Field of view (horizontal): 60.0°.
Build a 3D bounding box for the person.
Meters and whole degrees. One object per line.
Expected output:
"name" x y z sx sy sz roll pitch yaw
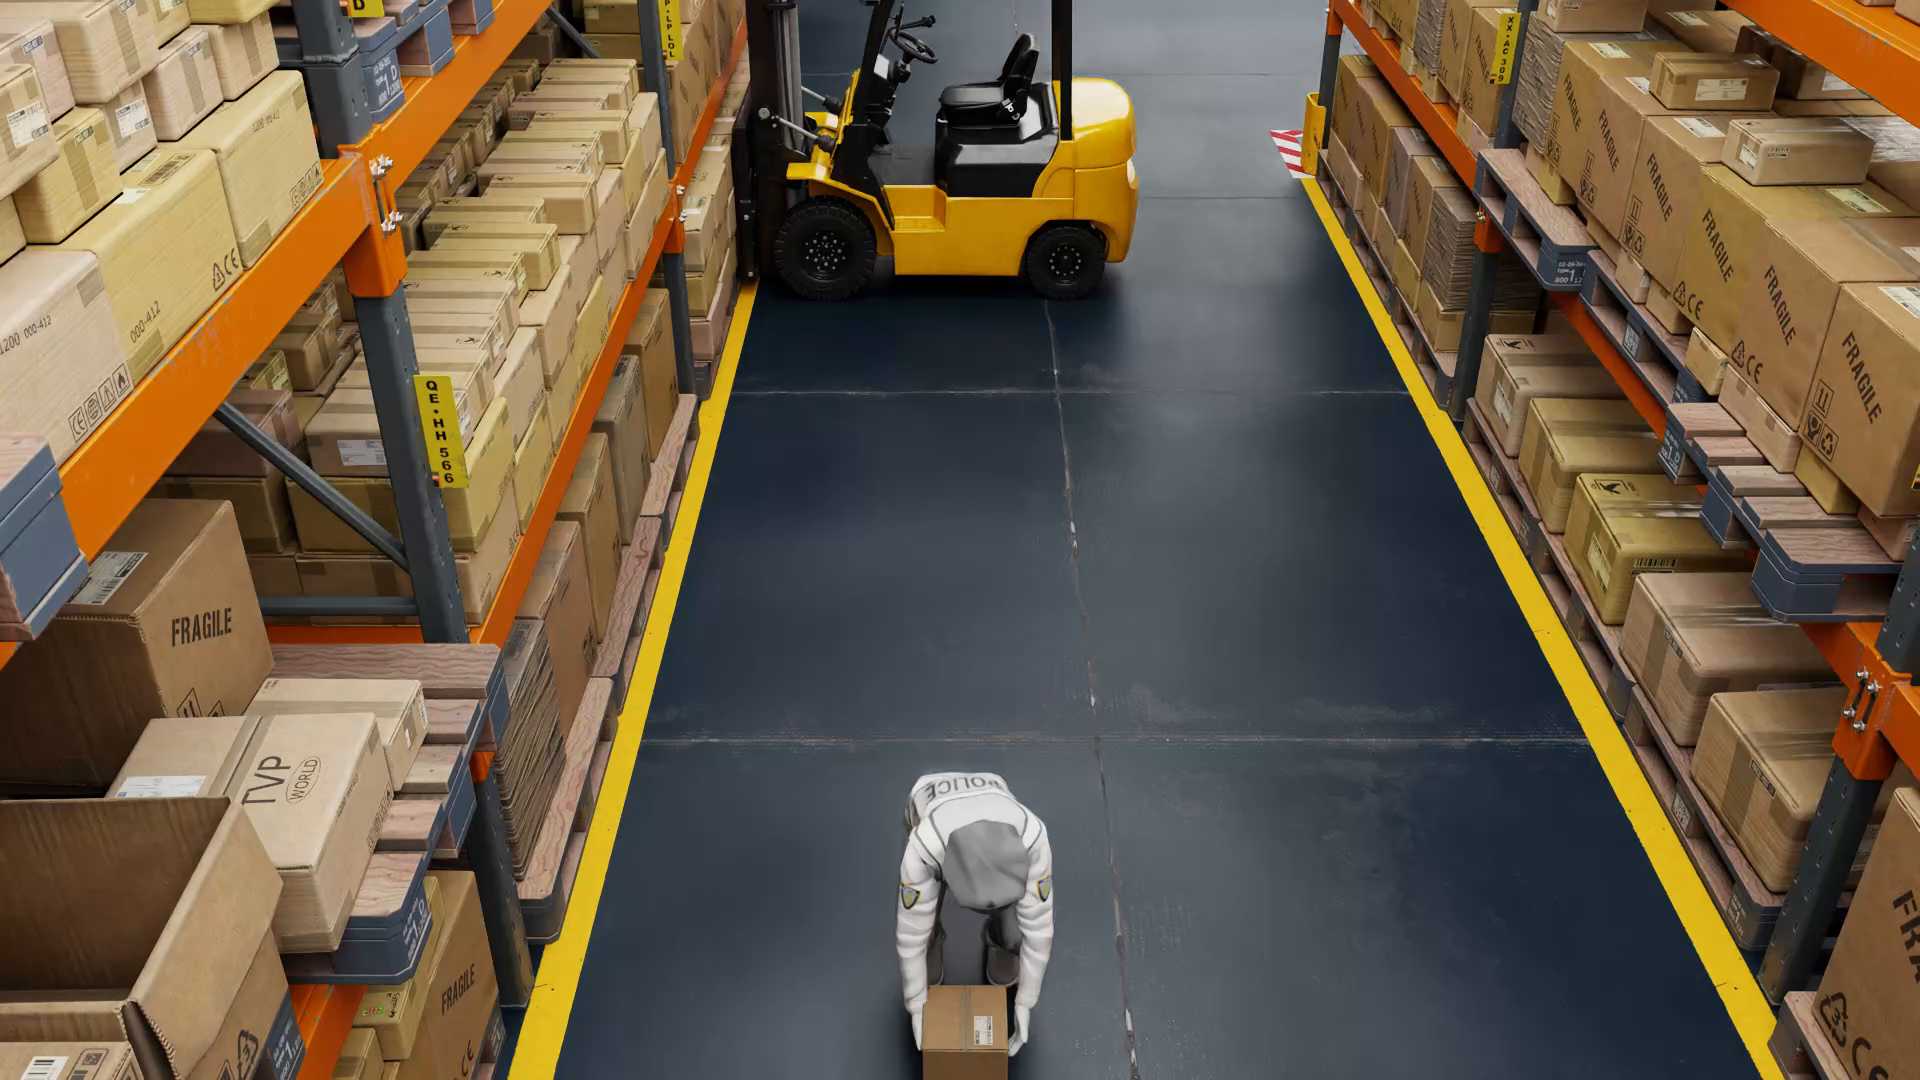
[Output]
"person" 0.038 1.064 5.120 0.487 0.929 0.853 0 32 0
